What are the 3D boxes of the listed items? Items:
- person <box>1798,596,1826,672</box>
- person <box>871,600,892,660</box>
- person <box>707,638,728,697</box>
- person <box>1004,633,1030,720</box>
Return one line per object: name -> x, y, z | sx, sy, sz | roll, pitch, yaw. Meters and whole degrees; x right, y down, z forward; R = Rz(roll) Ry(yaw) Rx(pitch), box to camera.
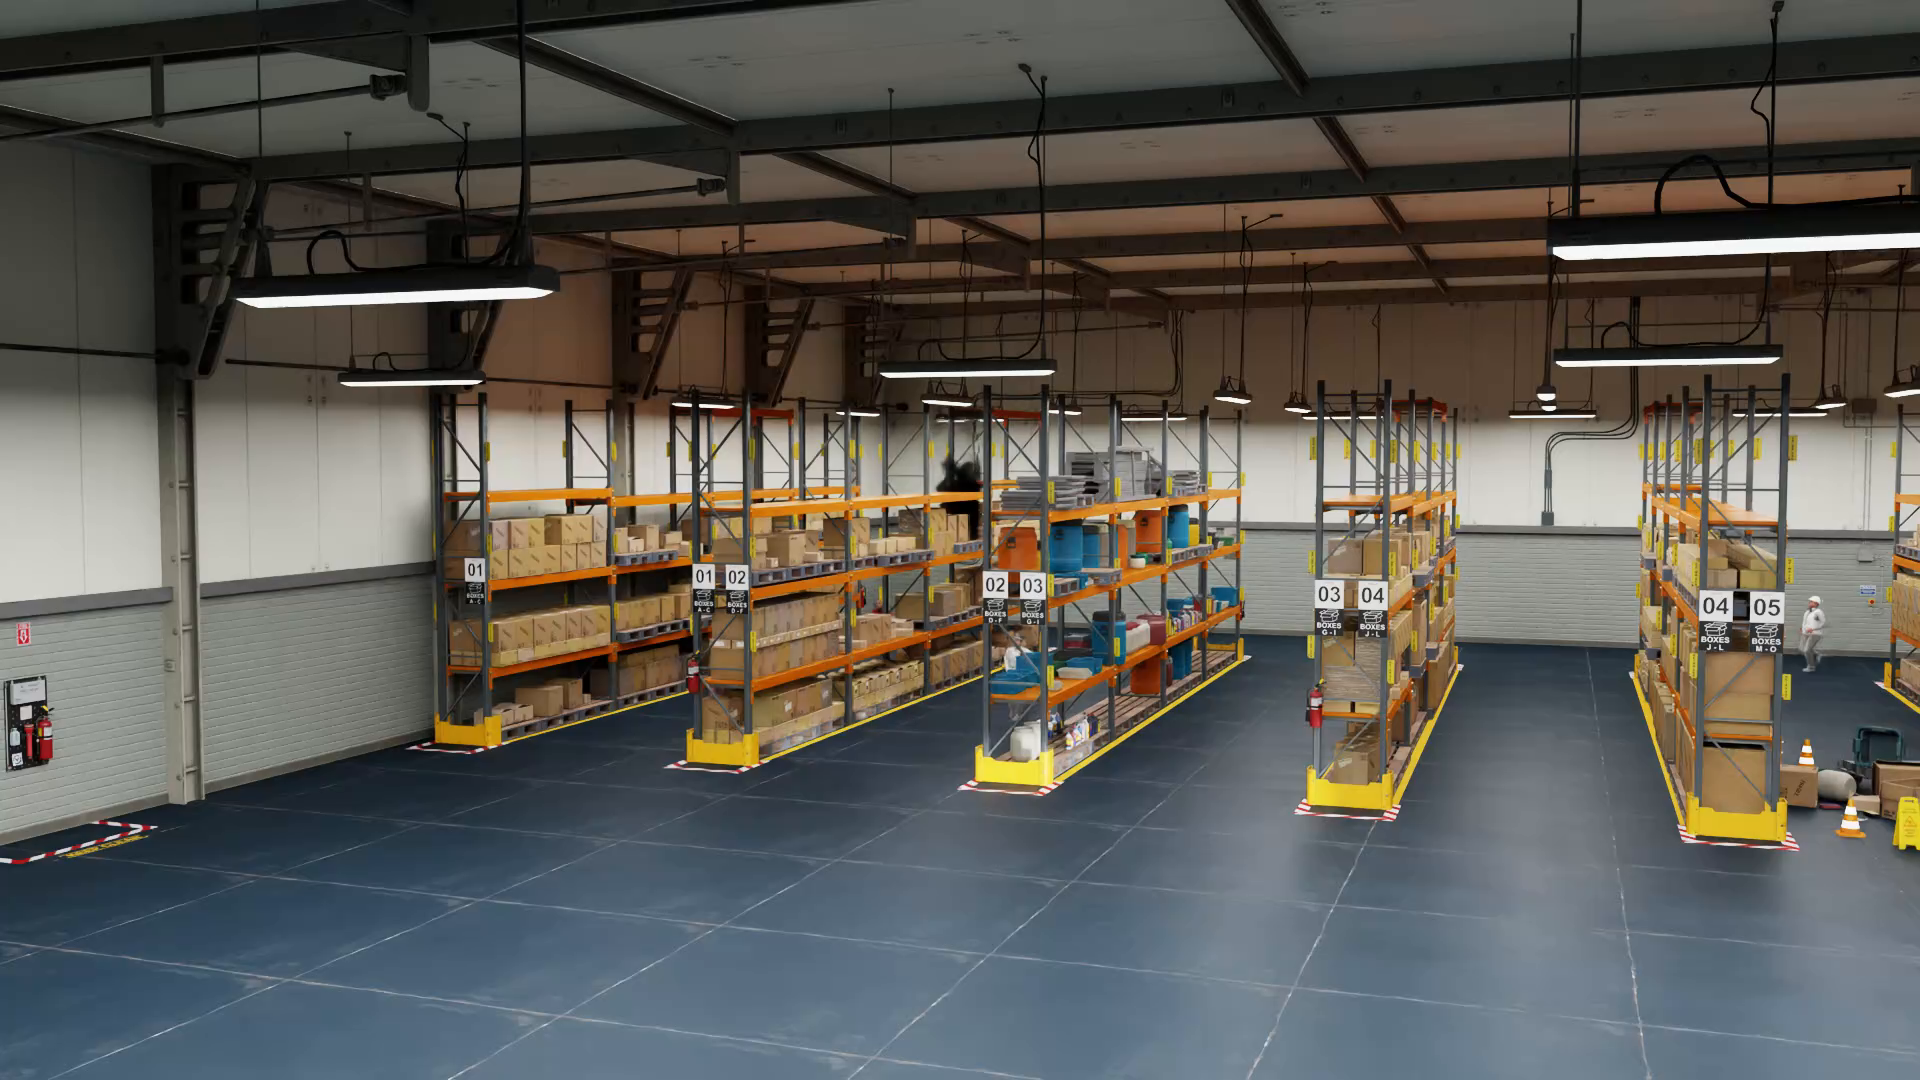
person -> 19.402, 2.134, 37.808 | 0.585, 1.728, 0.660 | 0, 3, -6
person -> -1.729, 2.194, 36.675 | 0.637, 1.775, 0.890 | 1, 3, 18
person -> -4.418, 2.546, 30.528 | 0.594, 1.664, 1.008 | 1, 3, 19
person -> 1.049, 2.528, 30.742 | 0.612, 1.651, 0.611 | 1, 3, 19
